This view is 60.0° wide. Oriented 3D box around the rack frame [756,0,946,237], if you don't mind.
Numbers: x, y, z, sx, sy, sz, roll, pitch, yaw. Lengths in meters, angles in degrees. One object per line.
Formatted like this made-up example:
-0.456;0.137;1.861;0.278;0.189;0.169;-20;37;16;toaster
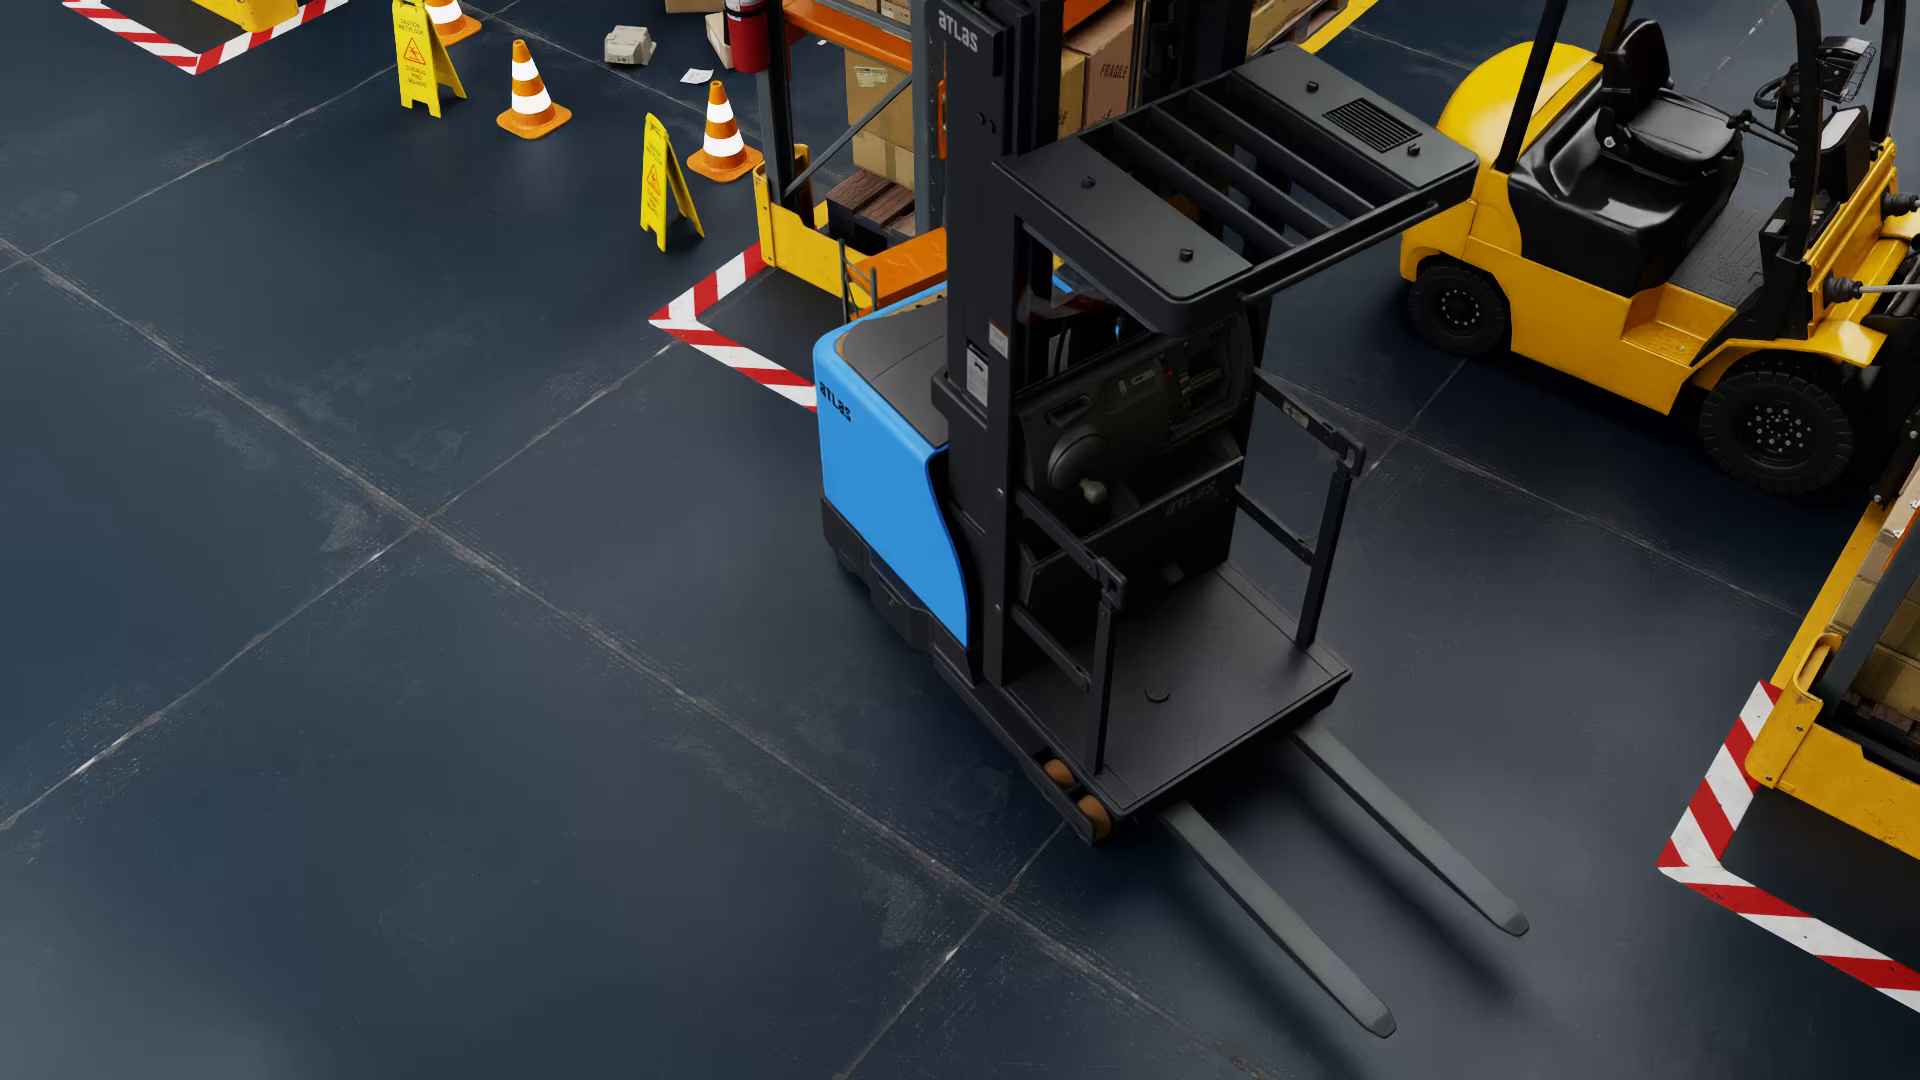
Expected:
-0.489;-2.232;6.972;1.000;3.000;0.127;29;53;25;rack frame

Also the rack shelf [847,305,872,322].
-0.189;-0.878;6.707;0.480;0.148;0.258;-27;52;-24;rack shelf

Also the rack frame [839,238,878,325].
-0.387;-0.667;6.721;0.015;1.200;0.240;-27;52;-24;rack frame

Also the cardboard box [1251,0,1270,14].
1.498;-3.226;9.015;0.500;0.500;0.500;30;53;26;cardboard box

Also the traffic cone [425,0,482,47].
-3.020;-3.162;9.616;0.336;0.463;0.334;29;53;25;traffic cone

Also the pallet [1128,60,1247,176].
0.828;-2.457;9.115;1.003;0.211;1.213;29;53;25;pallet

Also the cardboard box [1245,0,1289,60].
1.490;-2.950;9.269;0.500;0.250;0.500;28;52;24;cardboard box

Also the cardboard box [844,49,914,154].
-0.206;-2.260;8.092;0.500;0.500;0.500;30;53;25;cardboard box

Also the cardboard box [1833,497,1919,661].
3.491;0.176;5.938;0.500;0.250;0.500;29;53;25;cardboard box

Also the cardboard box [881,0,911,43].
-0.118;-2.248;7.162;0.380;0.149;0.250;29;53;25;cardboard box

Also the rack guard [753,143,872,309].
-0.443;-1.412;7.918;1.175;0.500;0.348;29;53;25;rack guard

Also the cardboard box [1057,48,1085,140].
0.237;-2.039;7.881;0.500;0.500;0.500;28;52;24;cardboard box

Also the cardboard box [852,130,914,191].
-0.193;-2.023;8.383;0.500;0.250;0.500;29;53;25;cardboard box

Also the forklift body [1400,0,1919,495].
3.157;-1.638;6.992;2.313;2.155;1.214;29;53;25;forklift body

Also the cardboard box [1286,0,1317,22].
1.808;-3.259;9.565;0.500;0.250;0.500;32;54;27;cardboard box

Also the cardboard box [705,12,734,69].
-1.287;-2.890;9.572;0.250;0.149;0.380;-17;49;-15;cardboard box

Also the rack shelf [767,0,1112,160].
0.734;-3.128;8.326;1.077;0.370;4.000;29;53;25;rack shelf

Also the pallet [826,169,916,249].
0.082;-1.762;8.451;1.003;0.211;1.213;29;53;25;pallet

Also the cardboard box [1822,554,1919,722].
3.478;0.356;6.111;0.500;0.250;0.500;30;53;25;cardboard box

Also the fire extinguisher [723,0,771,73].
-0.924;-2.344;7.132;0.296;0.674;0.183;29;53;25;fire extinguisher

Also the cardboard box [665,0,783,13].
-1.419;-3.494;9.904;0.797;0.503;0.637;-2;46;-2;cardboard box

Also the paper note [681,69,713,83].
-1.486;-2.627;9.403;0.148;0.019;0.142;13;48;12;paper note

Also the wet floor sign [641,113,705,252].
-1.452;-1.783;8.172;0.232;0.644;0.267;-25;51;-22;wet floor sign

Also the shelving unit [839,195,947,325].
-0.189;-0.770;6.819;0.503;1.200;0.258;-27;52;-24;shelving unit

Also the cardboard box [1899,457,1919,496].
3.783;-0.277;6.024;0.500;0.250;0.500;30;53;26;cardboard box

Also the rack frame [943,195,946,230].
0.010;-0.872;6.917;0.015;1.200;0.240;-27;52;-24;rack frame

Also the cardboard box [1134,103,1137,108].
0.865;-2.373;8.718;0.500;0.250;0.500;33;54;27;cardboard box

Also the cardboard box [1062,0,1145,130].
0.553;-2.341;8.169;0.500;0.500;0.500;27;52;24;cardboard box

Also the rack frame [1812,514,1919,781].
3.441;-0.040;4.878;1.000;3.000;0.127;29;53;25;rack frame

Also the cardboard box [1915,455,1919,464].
4.105;-0.411;6.499;0.500;0.250;0.500;28;52;24;cardboard box

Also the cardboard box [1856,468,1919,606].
3.476;0.018;5.743;0.500;0.250;0.500;31;54;26;cardboard box

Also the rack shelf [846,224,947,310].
-0.190;-1.042;6.536;0.480;0.148;0.258;-27;52;-24;rack shelf

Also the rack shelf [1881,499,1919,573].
4.664;-0.936;6.232;1.077;0.370;4.000;29;53;25;rack shelf

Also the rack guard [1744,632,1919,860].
3.426;0.837;5.769;1.175;0.500;0.348;29;53;25;rack guard

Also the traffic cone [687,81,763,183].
-1.247;-2.172;8.670;0.336;0.463;0.334;29;53;25;traffic cone

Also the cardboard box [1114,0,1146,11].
0.866;-2.624;8.439;0.500;0.500;0.500;30;53;26;cardboard box

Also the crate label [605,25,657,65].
-1.902;-2.833;9.526;0.250;0.136;0.298;6;47;5;crate label

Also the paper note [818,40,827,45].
-0.779;-2.915;9.692;0.032;0.001;0.123;29;53;25;paper note

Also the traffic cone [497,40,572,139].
-2.333;-2.468;8.953;0.336;0.463;0.334;29;53;25;traffic cone

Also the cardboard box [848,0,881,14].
-0.430;-2.454;7.358;0.380;0.149;0.250;31;54;26;cardboard box

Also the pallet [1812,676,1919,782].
3.876;0.467;6.322;1.003;0.211;1.213;29;53;25;pallet

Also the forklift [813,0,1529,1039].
0.702;-0.348;5.221;1.130;2.935;3.031;-27;52;-24;forklift

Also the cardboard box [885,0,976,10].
0.020;-2.518;6.971;0.500;0.500;0.500;28;53;24;cardboard box

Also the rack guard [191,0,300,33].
-4.483;-3.485;9.898;1.175;0.500;0.348;29;53;25;rack guard

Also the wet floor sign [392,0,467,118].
-2.919;-2.657;9.007;0.267;0.644;0.232;21;50;19;wet floor sign

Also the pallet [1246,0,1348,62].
1.574;-3.158;9.785;1.003;0.211;1.213;29;53;25;pallet
